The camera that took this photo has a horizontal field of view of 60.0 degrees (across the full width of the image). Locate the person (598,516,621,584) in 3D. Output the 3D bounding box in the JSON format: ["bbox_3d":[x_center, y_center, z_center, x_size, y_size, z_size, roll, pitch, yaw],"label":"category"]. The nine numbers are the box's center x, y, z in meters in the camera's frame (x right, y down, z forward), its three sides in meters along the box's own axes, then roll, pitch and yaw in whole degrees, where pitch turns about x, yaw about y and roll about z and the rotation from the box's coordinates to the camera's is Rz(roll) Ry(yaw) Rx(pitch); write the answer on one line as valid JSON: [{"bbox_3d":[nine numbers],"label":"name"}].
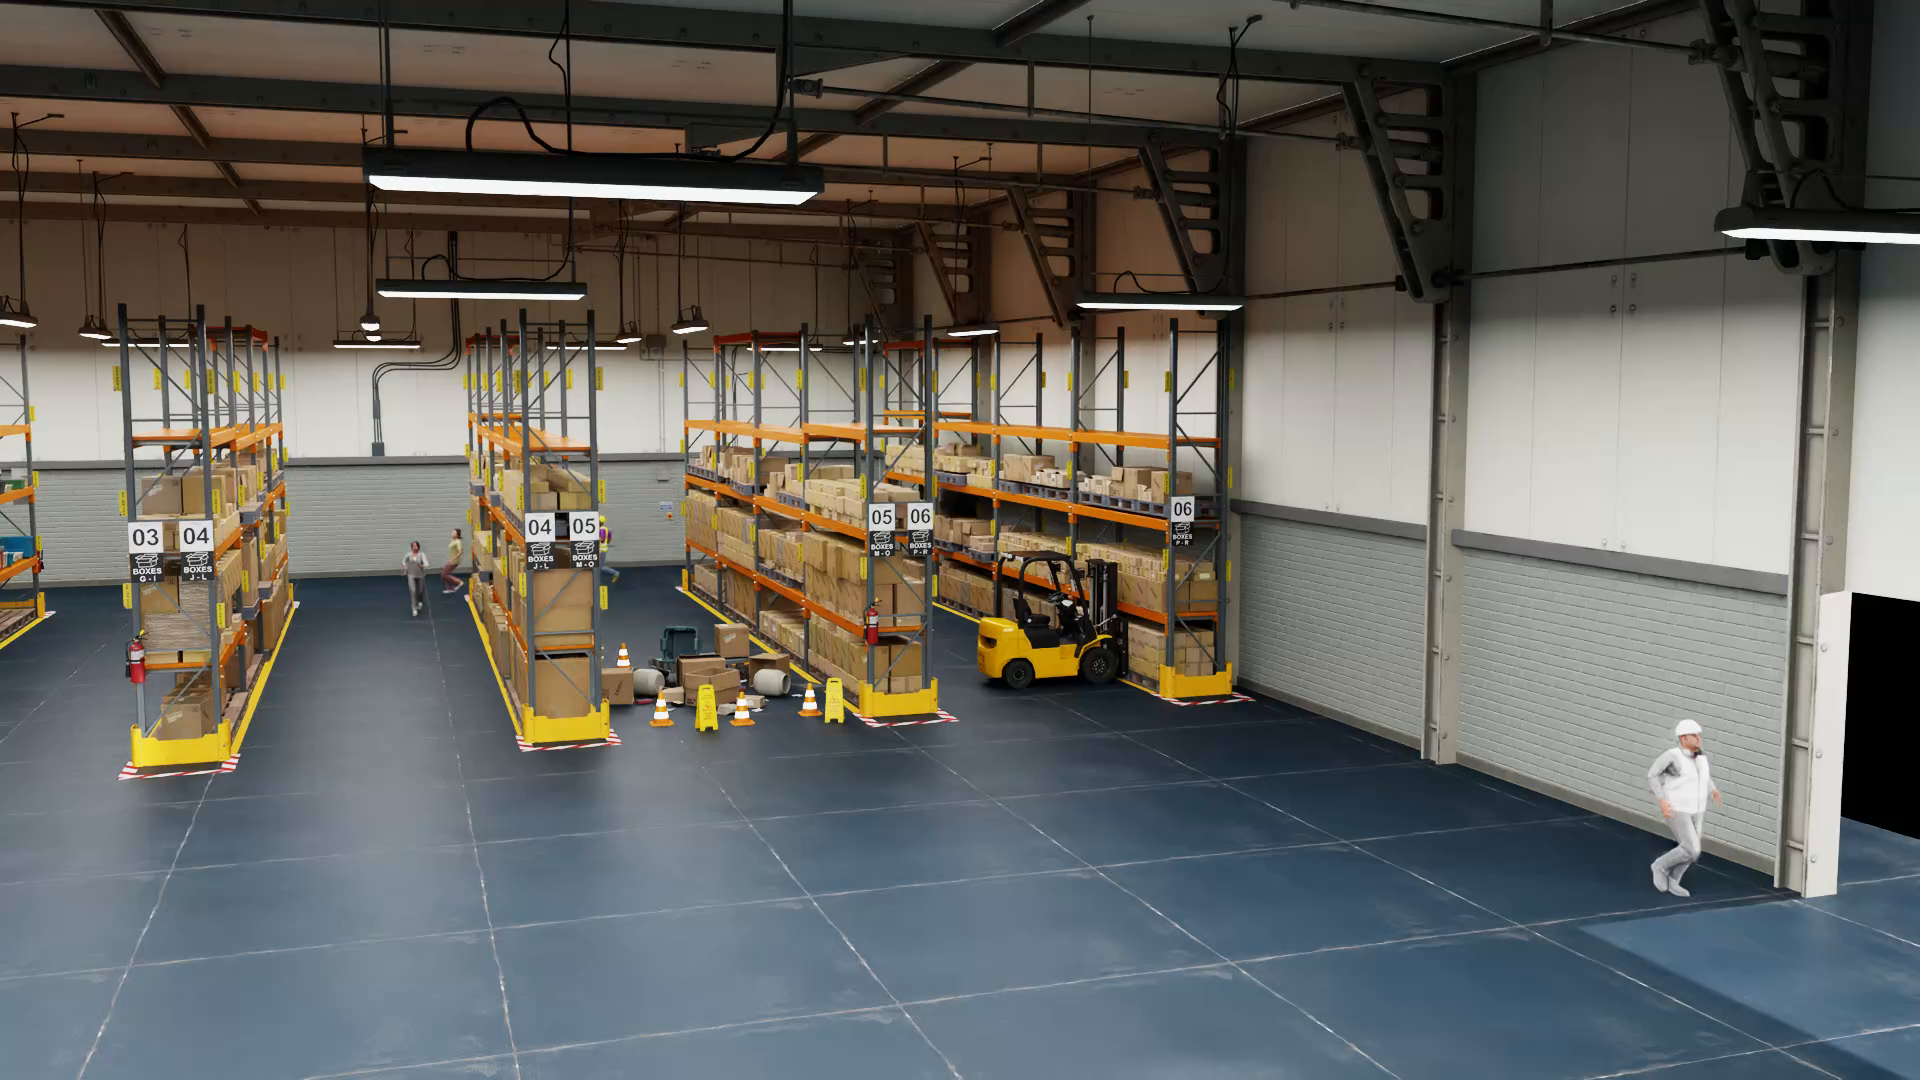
[{"bbox_3d":[-8.707,0.294,40.502,0.844,1.766,0.690,-1,6,-10],"label":"person"}]

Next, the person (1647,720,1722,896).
[{"bbox_3d":[7.077,2.610,16.141,0.667,1.738,0.556,-3,6,-27],"label":"person"}]

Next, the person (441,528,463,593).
[{"bbox_3d":[-12.017,0.464,39.309,0.509,1.509,0.657,-2,6,-16],"label":"person"}]

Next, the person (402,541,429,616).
[{"bbox_3d":[-11.690,0.808,35.725,0.540,1.576,0.888,-2,6,-18],"label":"person"}]
